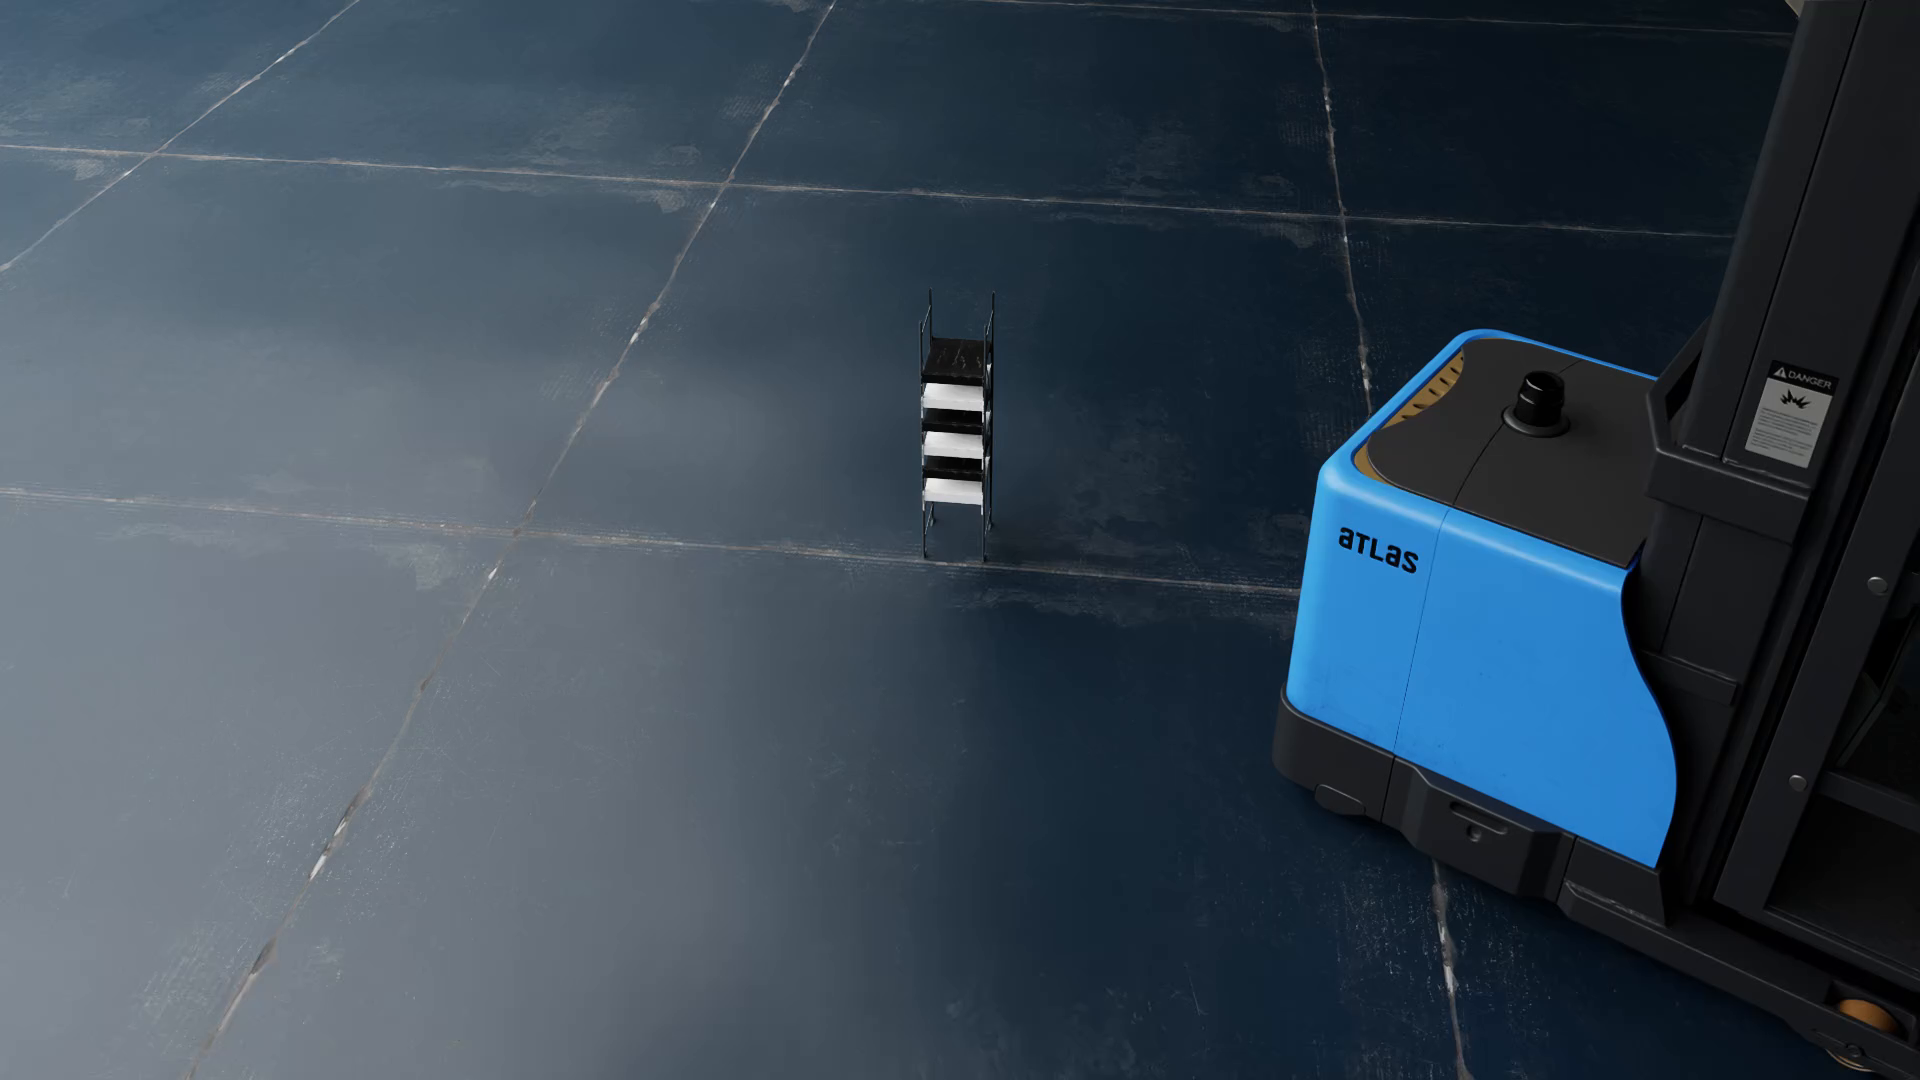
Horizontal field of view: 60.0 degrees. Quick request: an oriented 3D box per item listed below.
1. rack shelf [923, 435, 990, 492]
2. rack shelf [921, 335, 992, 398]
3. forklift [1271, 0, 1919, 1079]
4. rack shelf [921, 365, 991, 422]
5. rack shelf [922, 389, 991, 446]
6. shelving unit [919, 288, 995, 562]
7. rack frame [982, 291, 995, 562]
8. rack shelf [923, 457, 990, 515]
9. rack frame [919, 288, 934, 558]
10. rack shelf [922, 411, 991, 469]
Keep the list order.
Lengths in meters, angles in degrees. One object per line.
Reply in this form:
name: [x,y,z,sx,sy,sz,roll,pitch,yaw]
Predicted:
rack shelf: [-0.008,-0.267,5.561,0.200,0.077,0.258,4,36,6]
rack shelf: [-0.008,-0.560,5.352,0.200,0.077,0.258,4,36,6]
forklift: [2.375,-0.212,3.524,3.031,2.935,1.130,23,42,29]
rack shelf: [-0.008,-0.486,5.404,0.200,0.077,0.258,4,36,6]
rack shelf: [-0.008,-0.413,5.457,0.200,0.077,0.258,4,36,6]
shelving unit: [-0.008,-0.367,5.489,0.210,0.900,0.258,4,36,6]
rack frame: [0.093,-0.359,5.479,0.006,0.900,0.240,4,36,6]
rack shelf: [-0.008,-0.193,5.613,0.200,0.077,0.258,4,36,6]
rack frame: [-0.109,-0.374,5.500,0.006,0.900,0.240,4,36,6]
rack shelf: [-0.008,-0.340,5.509,0.200,0.077,0.258,4,36,6]
